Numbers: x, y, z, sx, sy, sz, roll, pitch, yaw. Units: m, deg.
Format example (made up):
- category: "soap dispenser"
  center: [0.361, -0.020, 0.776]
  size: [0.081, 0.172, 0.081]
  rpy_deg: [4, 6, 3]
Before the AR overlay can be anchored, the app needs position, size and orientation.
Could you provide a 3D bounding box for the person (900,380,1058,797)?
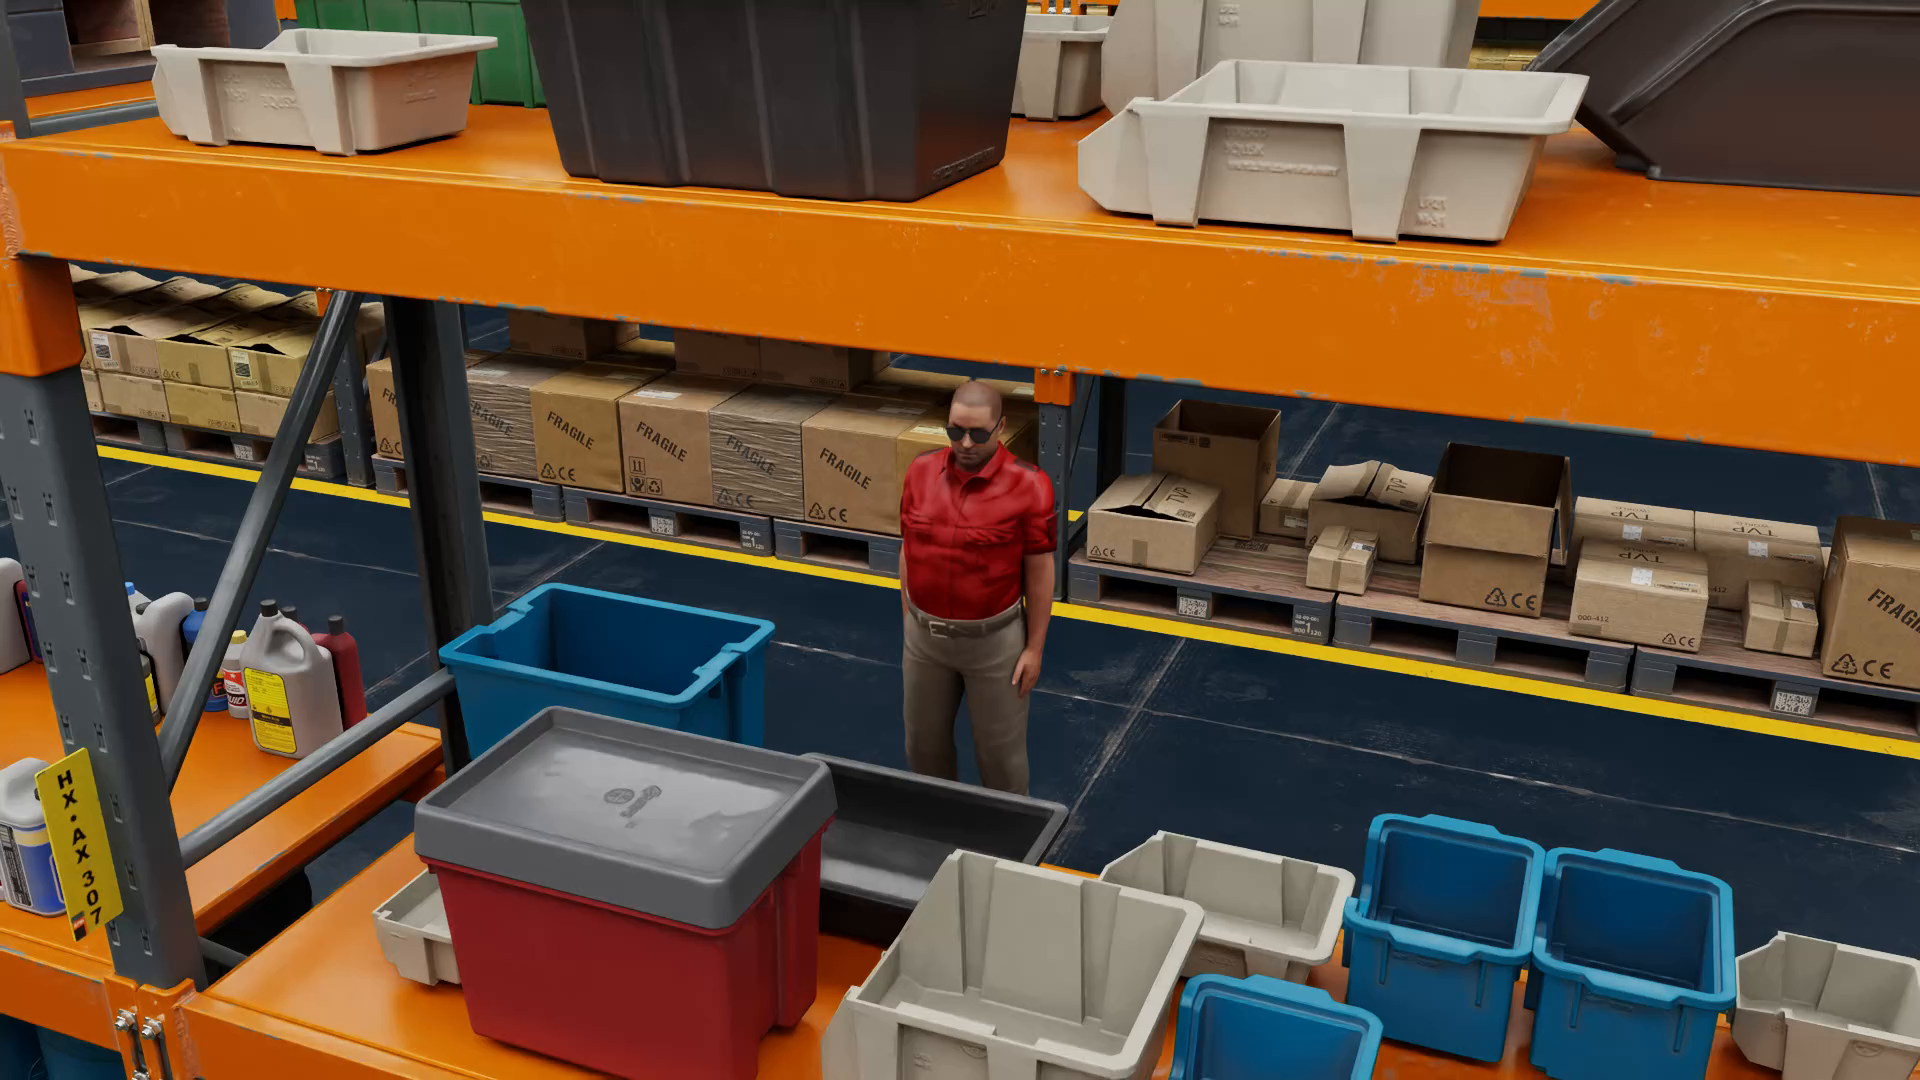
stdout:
- category: "person"
  center: [0.033, 0.329, 5.319]
  size: [0.529, 1.721, 0.360]
  rpy_deg: [9, 24, 21]
